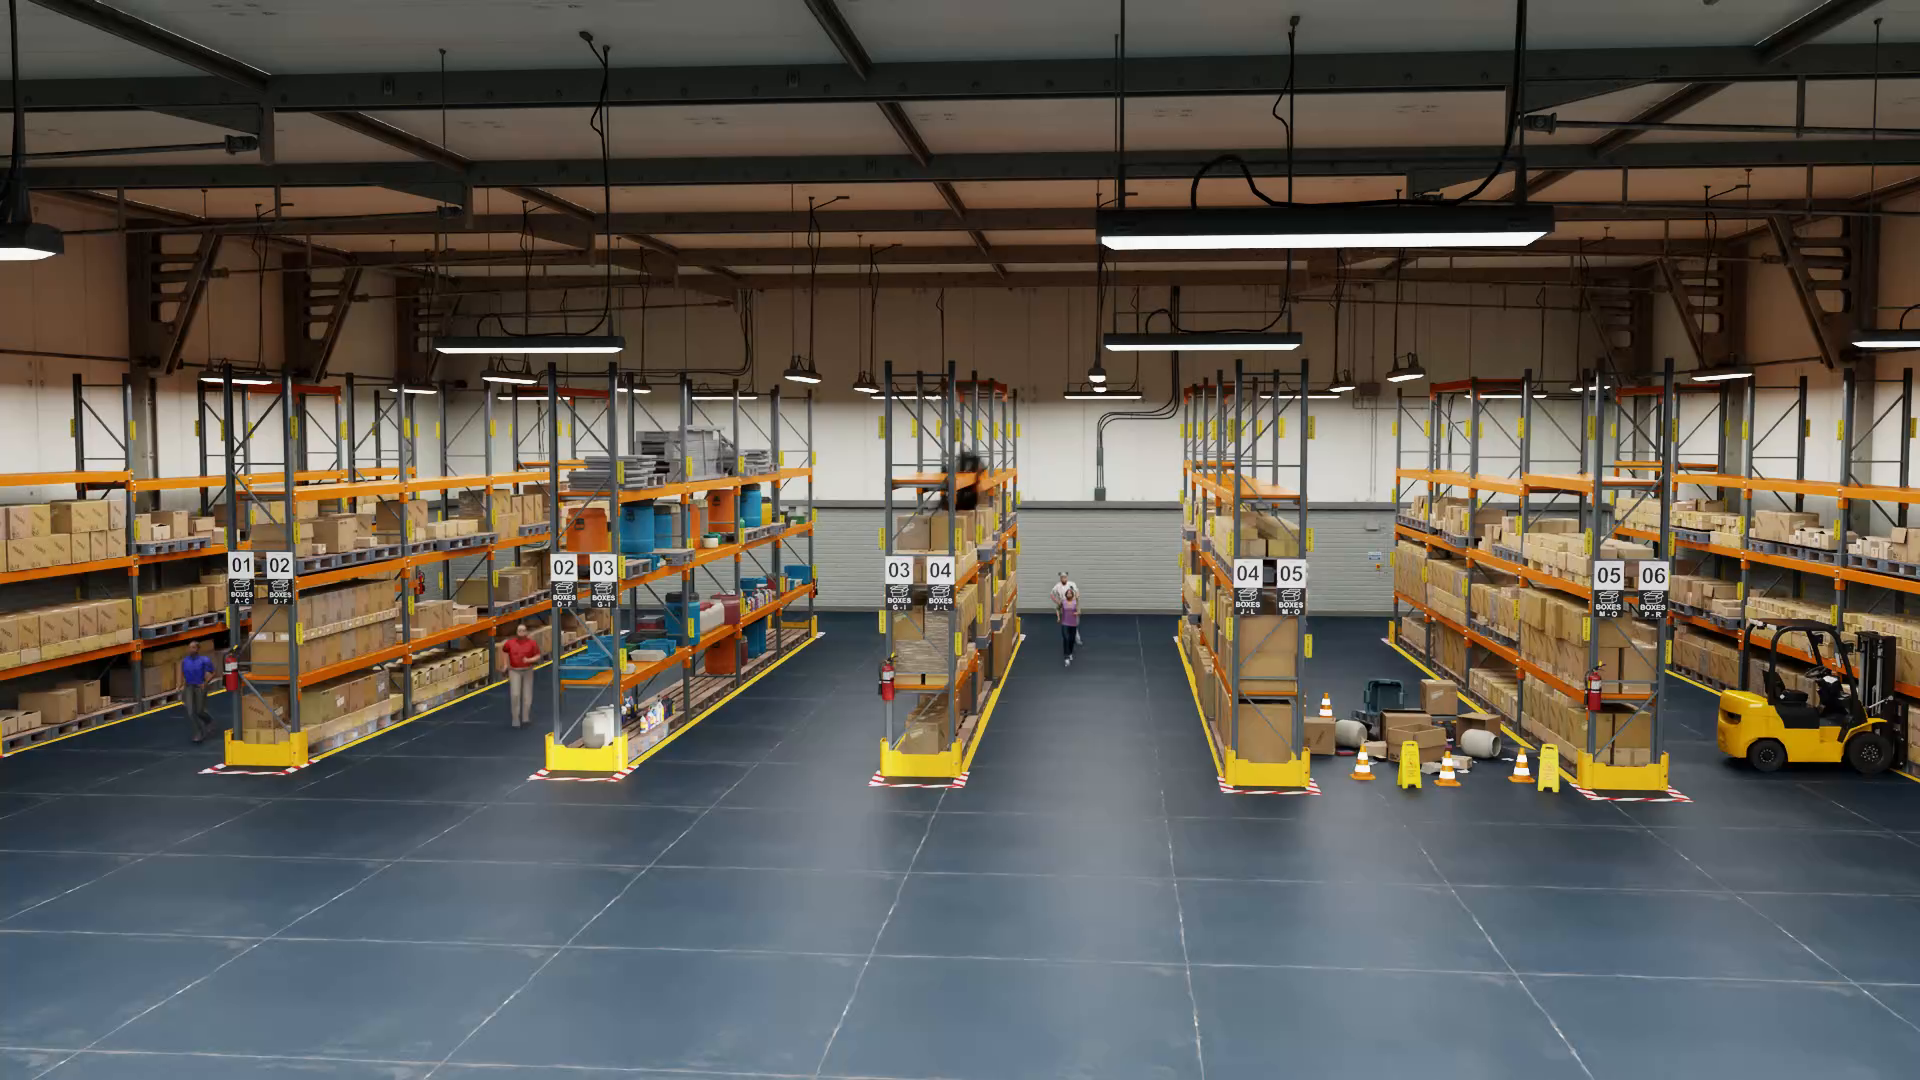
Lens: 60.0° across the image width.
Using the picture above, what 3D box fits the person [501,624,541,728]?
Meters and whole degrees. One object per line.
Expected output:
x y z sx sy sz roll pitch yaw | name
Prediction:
-7.417 2.302 28.126 0.637 1.755 0.709 -1 4 -17 | person

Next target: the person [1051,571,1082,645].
2.506 1.581 39.195 0.707 1.732 0.862 -1 4 -11 | person

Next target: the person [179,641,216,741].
-12.328 2.433 26.832 0.555 1.609 0.530 0 4 -1 | person

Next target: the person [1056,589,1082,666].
2.327 1.846 35.560 0.523 1.616 0.831 0 4 -4 | person
